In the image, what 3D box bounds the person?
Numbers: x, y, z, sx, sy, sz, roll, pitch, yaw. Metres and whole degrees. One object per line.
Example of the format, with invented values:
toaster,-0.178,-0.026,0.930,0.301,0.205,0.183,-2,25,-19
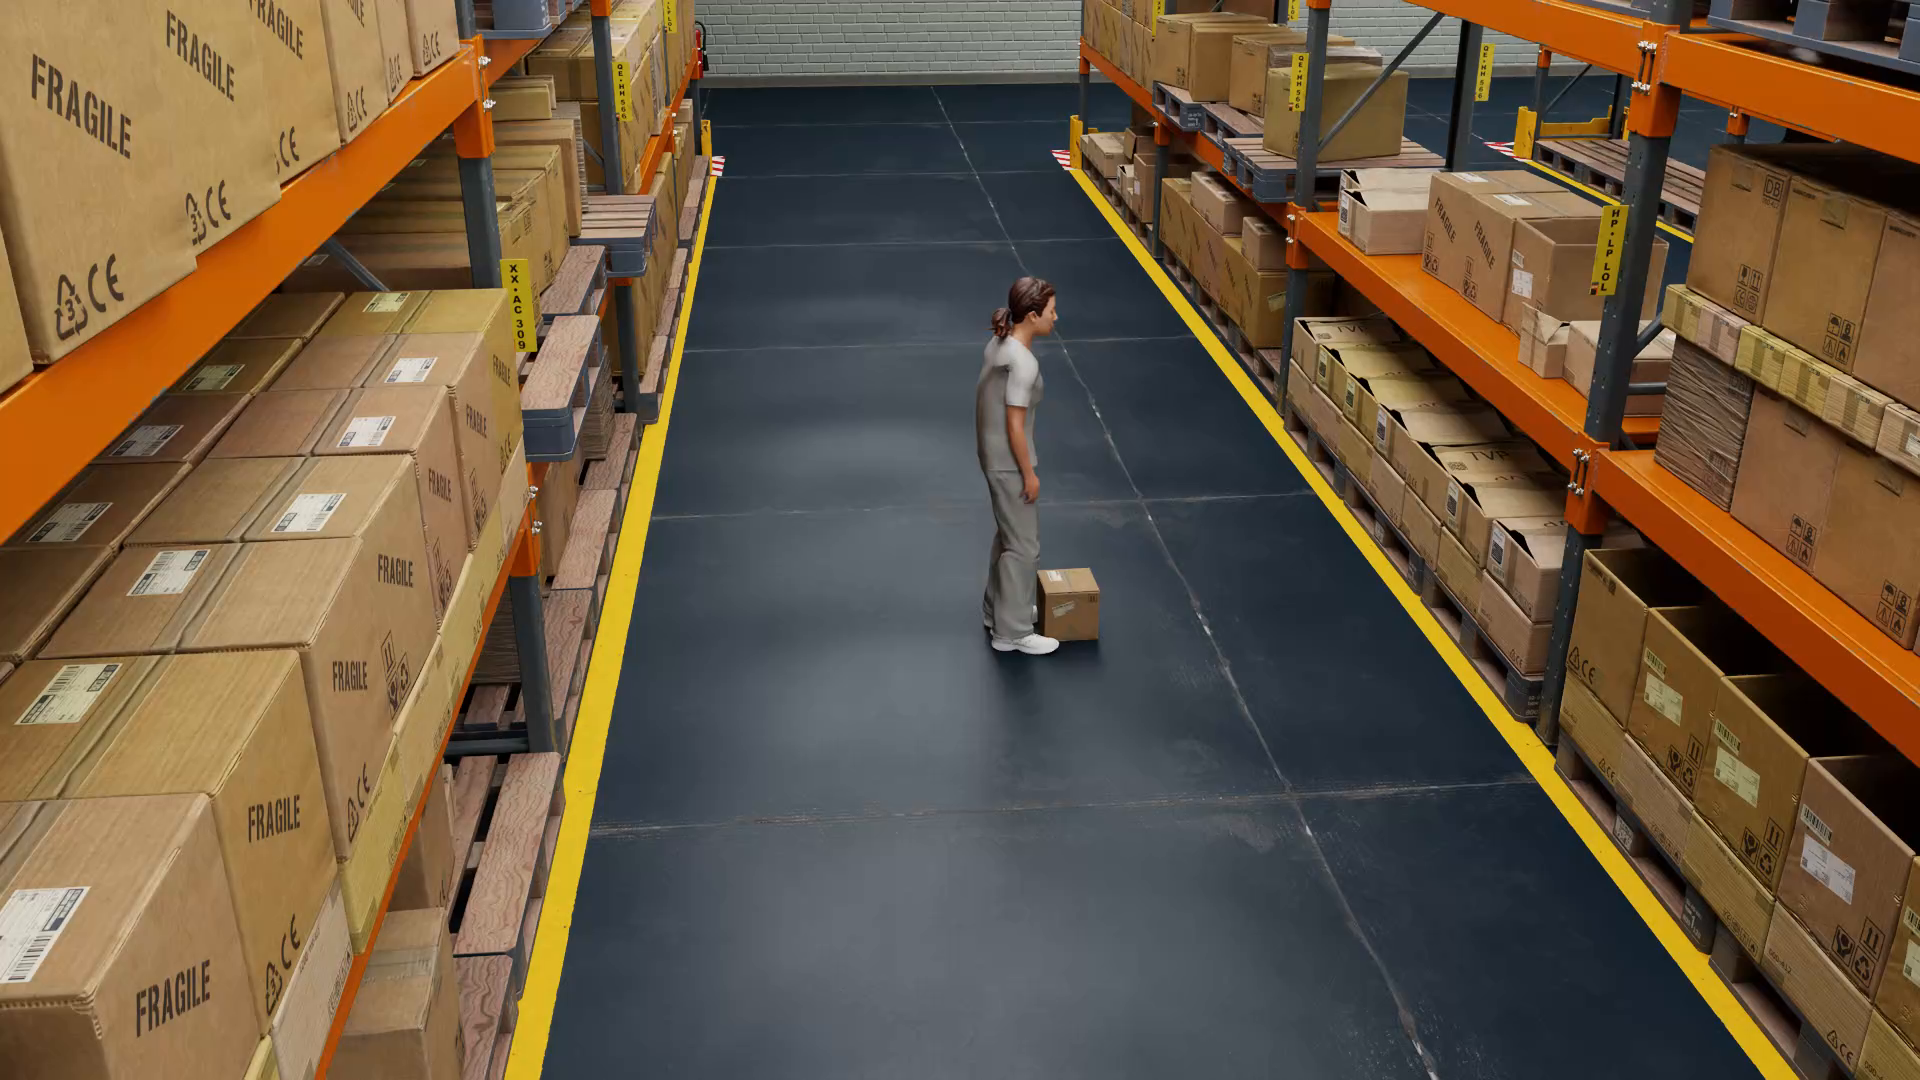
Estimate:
person,0.250,-0.338,7.369,0.351,1.672,0.497,-3,24,-6
